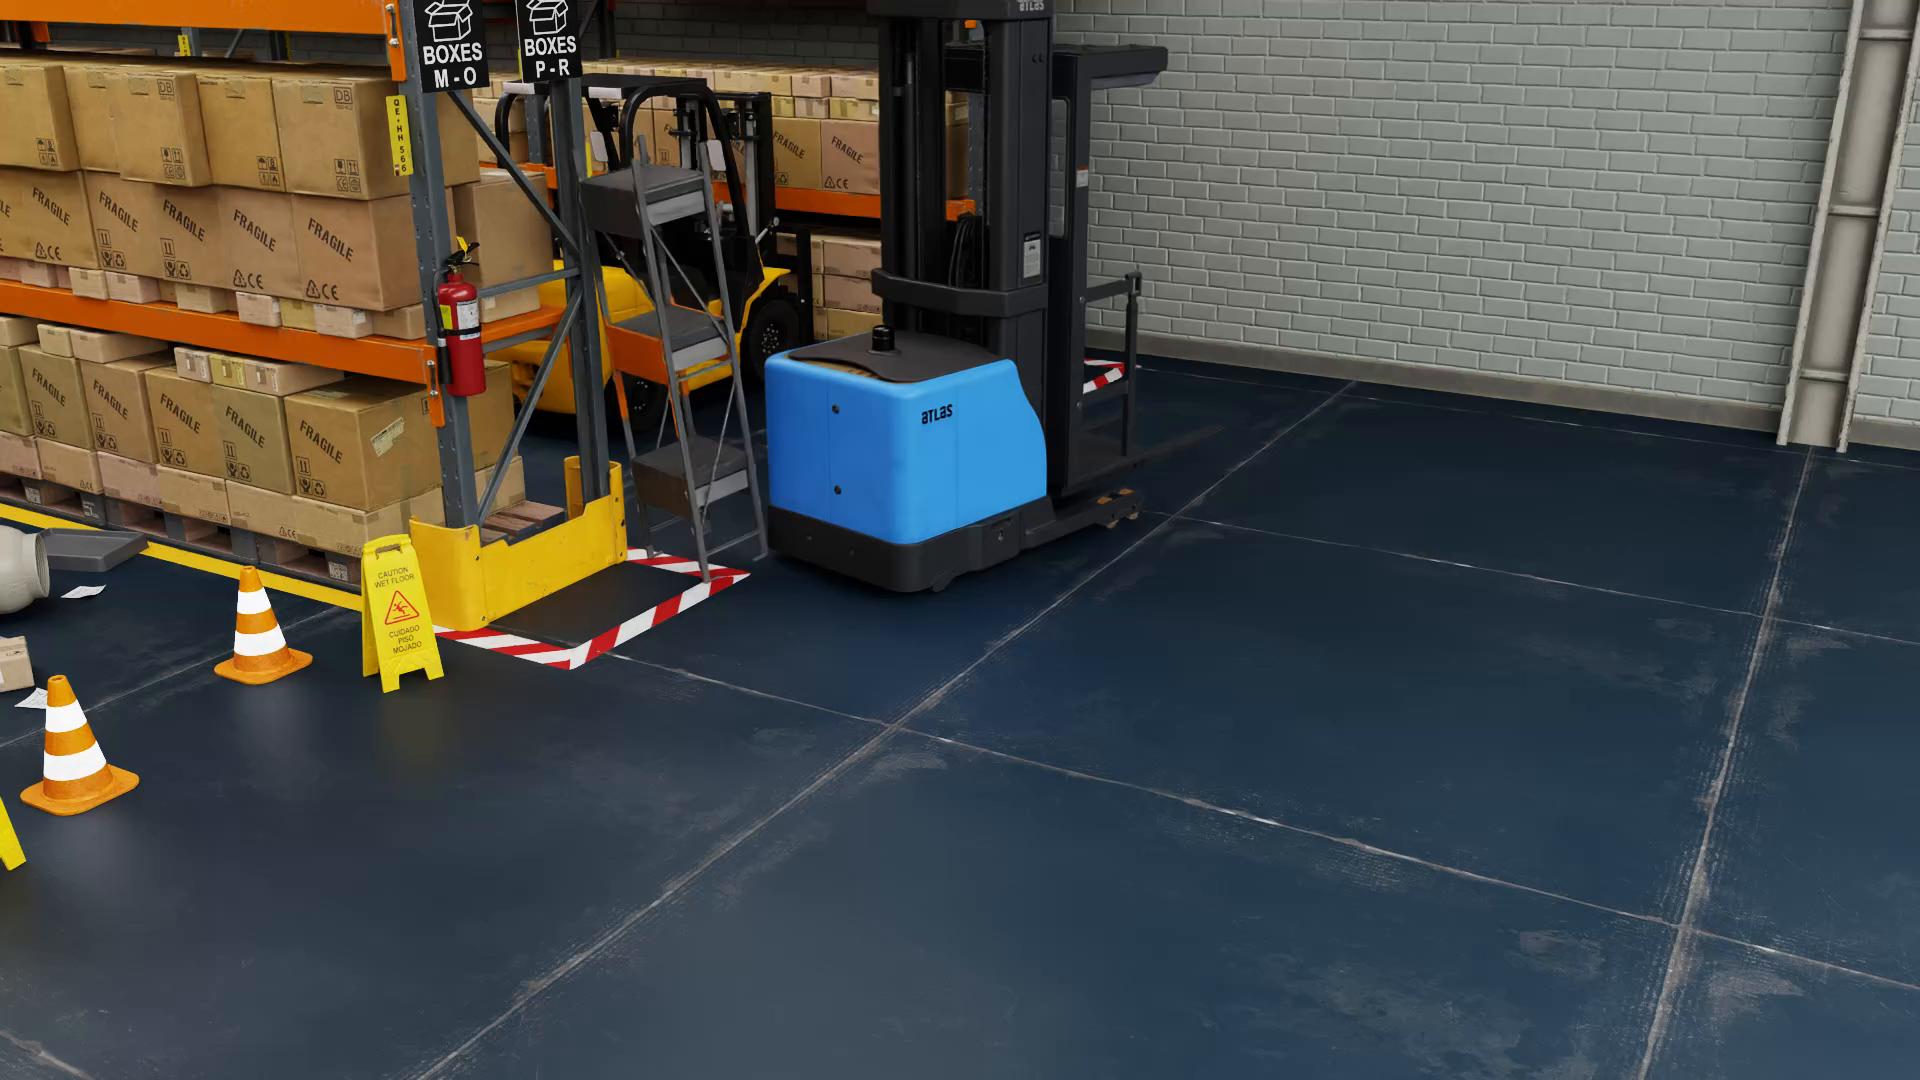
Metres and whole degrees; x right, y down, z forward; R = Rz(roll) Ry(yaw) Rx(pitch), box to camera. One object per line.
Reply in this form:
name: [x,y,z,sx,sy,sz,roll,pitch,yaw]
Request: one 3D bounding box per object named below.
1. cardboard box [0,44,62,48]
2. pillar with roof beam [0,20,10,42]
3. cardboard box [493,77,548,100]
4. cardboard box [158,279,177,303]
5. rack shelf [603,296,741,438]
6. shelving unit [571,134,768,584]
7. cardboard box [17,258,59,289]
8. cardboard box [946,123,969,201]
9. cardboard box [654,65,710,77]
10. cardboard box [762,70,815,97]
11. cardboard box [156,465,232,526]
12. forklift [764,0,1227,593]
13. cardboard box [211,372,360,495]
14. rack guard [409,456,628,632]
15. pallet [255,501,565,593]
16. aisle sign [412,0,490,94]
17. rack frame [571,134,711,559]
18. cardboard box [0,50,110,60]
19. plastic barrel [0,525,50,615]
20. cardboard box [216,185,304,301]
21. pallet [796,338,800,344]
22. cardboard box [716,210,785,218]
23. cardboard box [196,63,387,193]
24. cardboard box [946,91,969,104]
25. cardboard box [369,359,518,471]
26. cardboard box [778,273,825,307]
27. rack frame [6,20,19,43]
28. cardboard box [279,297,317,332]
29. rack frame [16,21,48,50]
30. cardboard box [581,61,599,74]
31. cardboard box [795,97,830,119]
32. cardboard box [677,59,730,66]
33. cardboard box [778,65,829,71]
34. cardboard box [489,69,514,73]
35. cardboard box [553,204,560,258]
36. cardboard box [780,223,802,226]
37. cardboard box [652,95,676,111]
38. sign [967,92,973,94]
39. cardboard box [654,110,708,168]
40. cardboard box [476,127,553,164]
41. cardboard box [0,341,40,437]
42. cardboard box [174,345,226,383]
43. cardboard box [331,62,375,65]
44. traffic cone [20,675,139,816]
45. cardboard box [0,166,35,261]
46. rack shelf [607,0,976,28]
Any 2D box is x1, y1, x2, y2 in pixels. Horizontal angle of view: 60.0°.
cardboard box: [-9.358,-4.653,16.530,0.500,0.500,0.700,11,23,28]
pillar with roof beam: [-12.392,-6.564,13.764,0.400,9.000,9.100,11,23,27]
cardboard box: [-3.546,-3.654,13.441,0.250,0.149,0.380,12,23,29]
cardboard box: [-3.821,-1.308,8.440,0.250,0.149,0.380,11,23,27]
rack shelf: [-1.389,-0.850,8.104,0.431,0.518,0.480,-26,32,-37]
shelving unit: [-1.390,-0.862,8.099,0.431,2.100,0.503,-26,32,-37]
cardboard box: [-4.747,-1.454,8.842,0.250,0.149,0.380,12,23,29]
cardboard box: [-0.205,-2.696,11.753,0.500,0.500,0.500,10,22,26]
cardboard box: [-2.092,-3.497,12.571,0.250,0.149,0.380,10,22,26]
cardboard box: [-1.226,-3.317,12.076,0.250,0.149,0.380,11,23,28]
cardboard box: [-3.810,-0.301,8.711,0.500,0.250,0.500,10,22,25]
forklift: [0.368,-1.547,8.832,1.130,2.935,3.031,17,26,39]
cardboard box: [-3.349,-0.566,8.344,0.500,0.500,0.500,12,23,29]
rack guard: [-2.131,-0.005,8.146,0.348,0.500,1.175,11,23,27]
pallet: [-2.823,-0.015,8.597,1.213,0.211,1.003,11,23,27]
aisle sign: [-2.152,-2.293,6.975,0.004,0.787,0.394,11,23,27]
rack frame: [-1.560,-0.921,8.264,0.400,2.100,0.015,-26,32,-37]
cardboard box: [-4.843,-2.260,8.649,0.500,0.500,0.700,11,23,28]
plastic barrel: [-4.607,0.151,7.828,0.512,0.421,0.421,-7,21,-20]
cardboard box: [-3.108,-1.447,7.873,0.500,0.500,0.500,11,23,27]
pallet: [-1.397,-1.653,13.112,1.213,0.211,1.003,11,23,27]
cardboard box: [-1.731,-2.494,13.291,0.500,0.250,0.500,11,23,28]
cardboard box: [-3.056,-1.931,7.740,0.500,0.500,0.700,11,23,28]
cardboard box: [-0.063,-3.134,11.573,0.250,0.149,0.380,11,23,27]
cardboard box: [-2.655,-0.645,8.561,0.500,0.500,0.500,10,22,26]
cardboard box: [-1.118,-1.940,12.497,0.500,0.250,0.500,10,22,26]
rack frame: [-10.124,-4.641,17.262,0.127,3.000,1.000,11,23,27]
cardboard box: [-2.984,-1.106,7.884,0.250,0.149,0.380,10,22,26]
rack frame: [-5.557,-1.833,9.519,0.127,3.000,1.000,11,23,27]
cardboard box: [-3.006,-3.661,13.026,0.250,0.149,0.380,11,23,28]
cardboard box: [-0.988,-3.142,12.030,0.250,0.149,0.380,10,22,26]
cardboard box: [-2.028,-3.723,13.194,0.250,0.149,0.380,10,22,26]
cardboard box: [-1.173,-3.523,12.644,0.250,0.149,0.380,11,23,28]
cardboard box: [-4.001,-3.924,14.185,0.250,0.149,0.380,11,22,27]
cardboard box: [-3.601,-2.476,14.157,0.625,0.625,0.875,12,23,30]
cardboard box: [-1.534,-2.255,12.633,0.500,0.250,0.500,10,22,26]
cardboard box: [-2.114,-3.347,12.595,0.250,0.149,0.380,11,22,27]
sign: [0.076,-3.142,11.083,0.005,0.325,0.100,11,23,27]
cardboard box: [-1.974,-3.041,12.703,0.500,0.500,0.500,11,22,27]
cardboard box: [-3.707,-3.246,13.636,0.500,0.250,0.500,11,23,29]
cardboard box: [-5.174,-0.912,9.296,0.500,0.500,0.500,12,23,30]
cardboard box: [-3.692,-0.913,8.350,0.250,0.149,0.380,12,23,30]
cardboard box: [-5.521,-4.243,15.065,0.250,0.149,0.380,10,22,26]
traffic cone: [-3.314,0.725,6.189,0.334,0.463,0.336,11,23,27]
cardboard box: [-4.859,-1.787,8.809,0.500,0.500,0.500,11,23,27]
rack shelf: [-1.394,-4.050,12.288,4.000,0.370,1.077,11,23,27]
